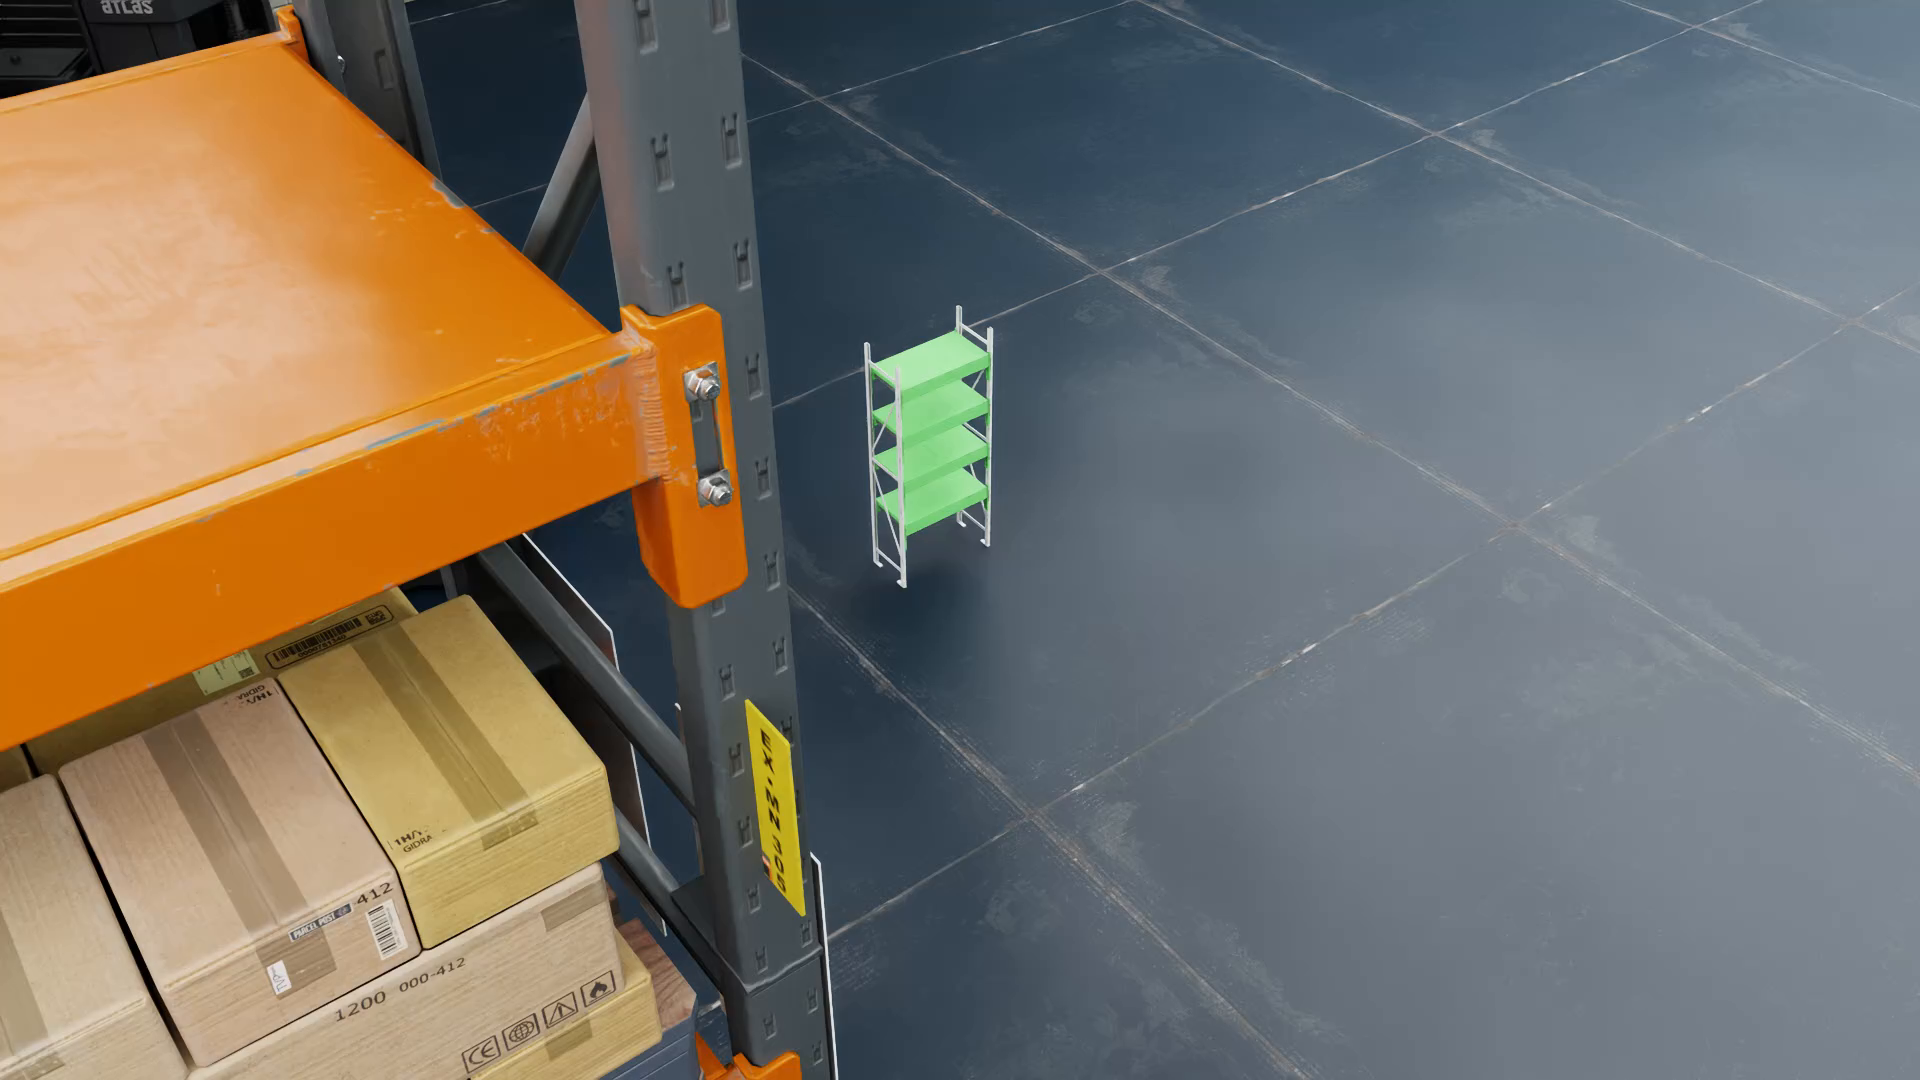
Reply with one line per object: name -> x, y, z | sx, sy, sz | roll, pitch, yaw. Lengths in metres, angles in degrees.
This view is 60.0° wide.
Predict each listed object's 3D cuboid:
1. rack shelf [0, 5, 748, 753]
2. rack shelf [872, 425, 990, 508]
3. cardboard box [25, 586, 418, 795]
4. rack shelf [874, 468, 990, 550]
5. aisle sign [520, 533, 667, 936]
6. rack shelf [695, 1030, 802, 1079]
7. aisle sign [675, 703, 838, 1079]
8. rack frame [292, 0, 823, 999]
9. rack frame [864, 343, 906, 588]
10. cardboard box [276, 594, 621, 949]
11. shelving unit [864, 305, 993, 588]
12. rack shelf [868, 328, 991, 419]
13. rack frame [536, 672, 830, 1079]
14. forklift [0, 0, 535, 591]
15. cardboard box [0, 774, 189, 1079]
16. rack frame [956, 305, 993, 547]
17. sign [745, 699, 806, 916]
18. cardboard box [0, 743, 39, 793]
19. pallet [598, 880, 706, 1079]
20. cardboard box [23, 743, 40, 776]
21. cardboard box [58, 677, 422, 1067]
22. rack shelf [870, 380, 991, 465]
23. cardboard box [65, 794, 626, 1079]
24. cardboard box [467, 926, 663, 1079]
rack shelf -> -2.139, 0.421, 1.157 | 4.000, 0.370, 1.077 | -26, 46, -28
rack shelf -> -0.131, -0.351, 7.466 | 0.480, 0.148, 0.258 | -26, 46, -28
cardboard box -> -1.093, 0.175, 2.414 | 0.500, 0.250, 0.500 | -26, 46, -28
rack shelf -> -0.131, -0.165, 7.618 | 0.480, 0.148, 0.258 | -26, 46, -28
aisle sign -> -0.680, 0.352, 3.040 | 0.004, 0.787, 0.394 | -26, 46, -28
rack shelf -> -2.139, 1.426, 1.982 | 4.000, 0.370, 1.077 | -26, 46, -28
aisle sign -> -0.315, 0.653, 2.672 | 0.004, 0.787, 0.394 | -26, 46, -28
rack frame -> -0.554, -0.784, 1.745 | 0.127, 3.000, 1.000 | -26, 46, -28
rack frame -> -0.325, -0.306, 7.310 | 0.015, 1.200, 0.240 | -26, 46, -28
cardboard box -> -0.614, 0.264, 1.991 | 0.250, 0.149, 0.380 | -26, 46, -28
shelving unit -> -0.131, -0.400, 7.425 | 0.503, 1.200, 0.258 | -26, 46, -28
rack shelf -> -0.131, -0.722, 7.161 | 0.480, 0.148, 0.258 | -26, 46, -28
rack frame -> -0.554, 1.535, 3.647 | 0.127, 3.000, 1.000 | -26, 46, -28
forklift -> -3.516, -1.210, 7.047 | 3.031, 2.935, 1.130 | 0, 39, 0
cardboard box -> -1.016, 0.459, 1.754 | 0.250, 0.149, 0.380 | -25, 46, -27
rack frame -> 0.062, -0.494, 7.540 | 0.015, 1.200, 0.240 | -26, 46, -28
sign -> -0.234, 0.342, 2.101 | 0.005, 0.325, 0.100 | -26, 46, -28
cardboard box -> -1.494, 0.372, 2.174 | 0.500, 0.250, 0.500 | -27, 46, -29
pallet -> -1.135, 0.702, 2.368 | 1.213, 0.211, 1.003 | -26, 46, -28
cardboard box -> -1.421, 0.438, 2.407 | 0.250, 0.149, 0.380 | -26, 46, -28
cardboard box -> -0.813, 0.360, 1.874 | 0.250, 0.149, 0.380 | -26, 46, -28
rack shelf -> -0.131, -0.536, 7.313 | 0.480, 0.148, 0.258 | -26, 46, -28
cardboard box -> -0.771, 0.447, 2.082 | 0.500, 0.250, 0.500 | -25, 46, -28
cardboard box -> -0.611, 0.570, 2.246 | 0.250, 0.149, 0.380 | -26, 46, -28
